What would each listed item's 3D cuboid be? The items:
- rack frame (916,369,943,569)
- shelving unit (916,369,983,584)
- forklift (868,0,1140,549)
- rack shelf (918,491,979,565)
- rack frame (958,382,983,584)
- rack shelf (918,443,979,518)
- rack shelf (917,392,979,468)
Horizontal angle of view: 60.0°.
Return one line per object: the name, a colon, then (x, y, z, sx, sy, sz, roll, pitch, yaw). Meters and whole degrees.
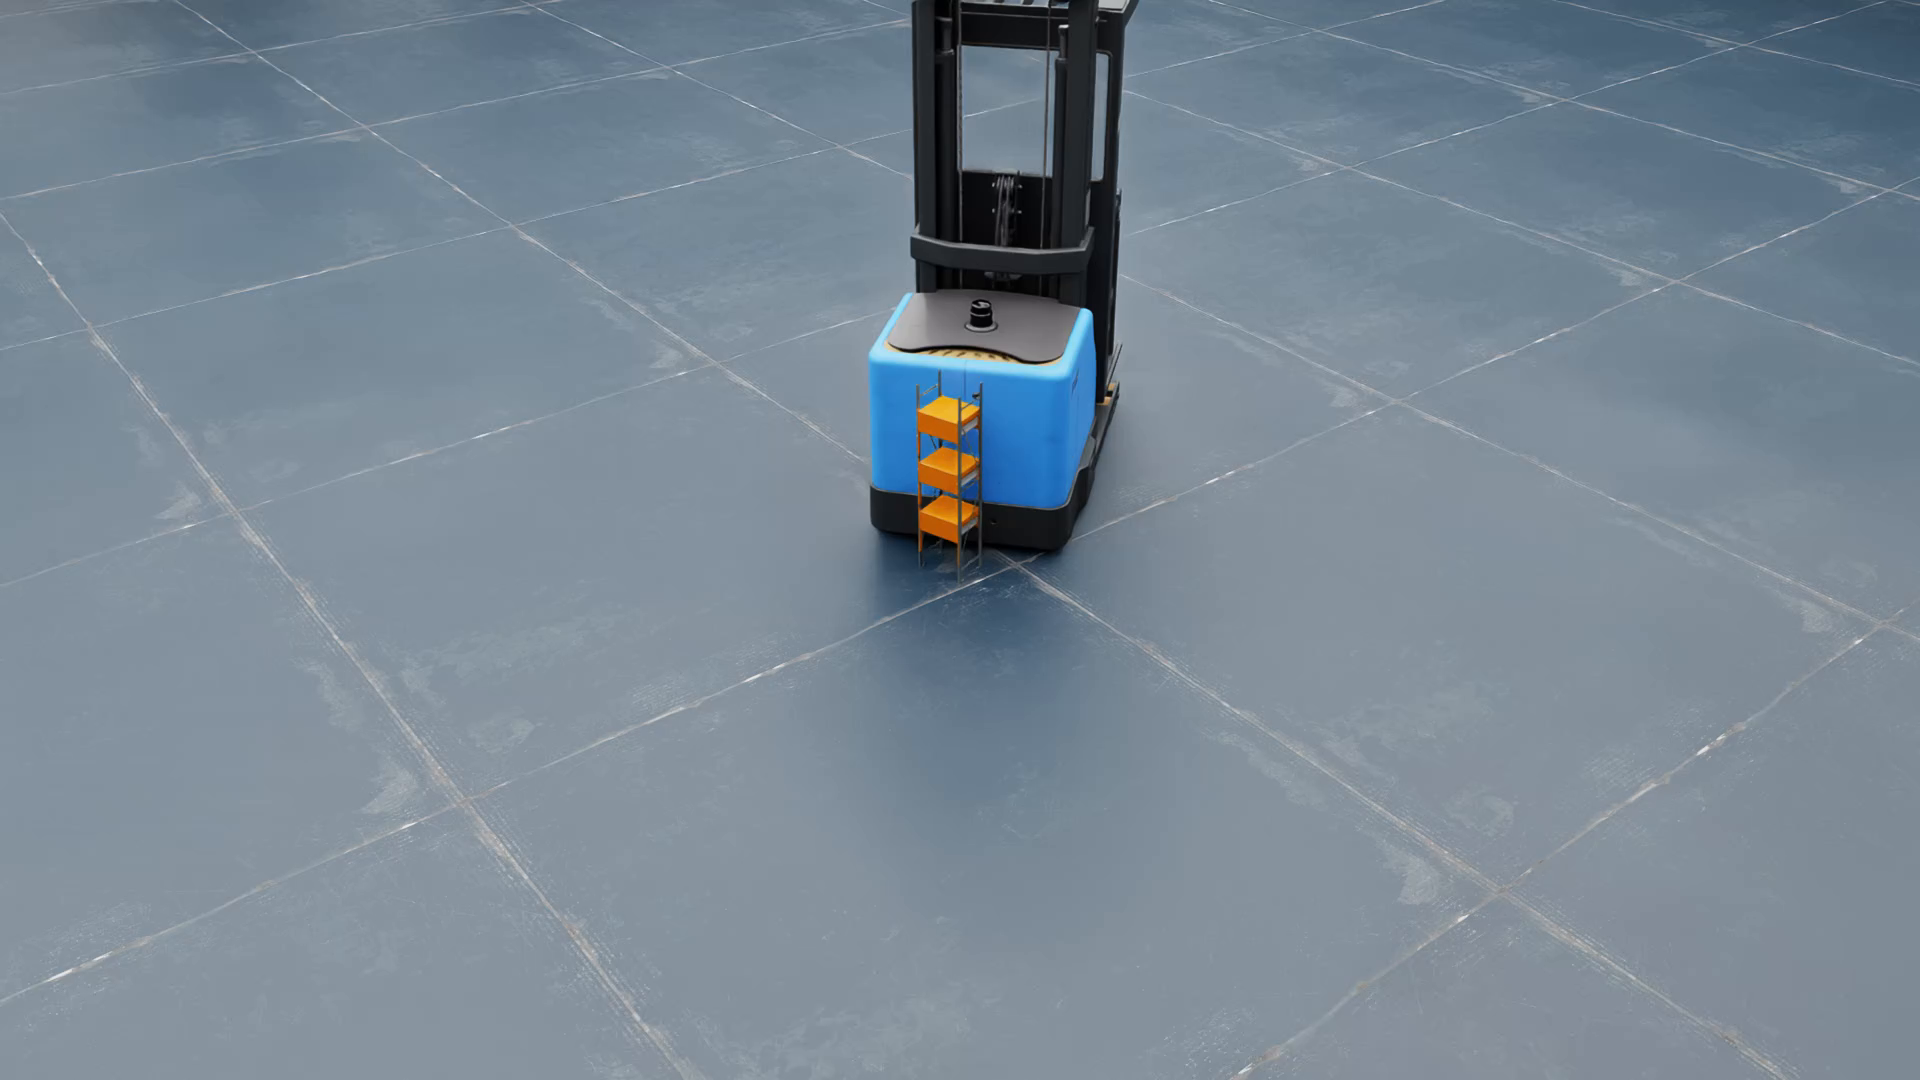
rack frame: (-0.150, -0.341, 8.304, 0.008, 1.050, 0.200, 20, 37, 29)
shelving unit: (-0.050, -0.305, 8.245, 0.252, 1.050, 0.215, 20, 37, 29)
forklift: (0.347, -1.964, 9.134, 1.130, 2.935, 3.031, 7, 32, 11)
rack shelf: (-0.049, -0.060, 8.398, 0.240, 0.259, 0.215, 20, 37, 29)
rack frame: (0.050, -0.269, 8.187, 0.008, 1.050, 0.200, 20, 37, 29)
rack shelf: (-0.050, -0.296, 8.251, 0.240, 0.259, 0.215, 20, 37, 29)
rack shelf: (-0.050, -0.537, 8.101, 0.240, 0.259, 0.215, 20, 37, 29)
